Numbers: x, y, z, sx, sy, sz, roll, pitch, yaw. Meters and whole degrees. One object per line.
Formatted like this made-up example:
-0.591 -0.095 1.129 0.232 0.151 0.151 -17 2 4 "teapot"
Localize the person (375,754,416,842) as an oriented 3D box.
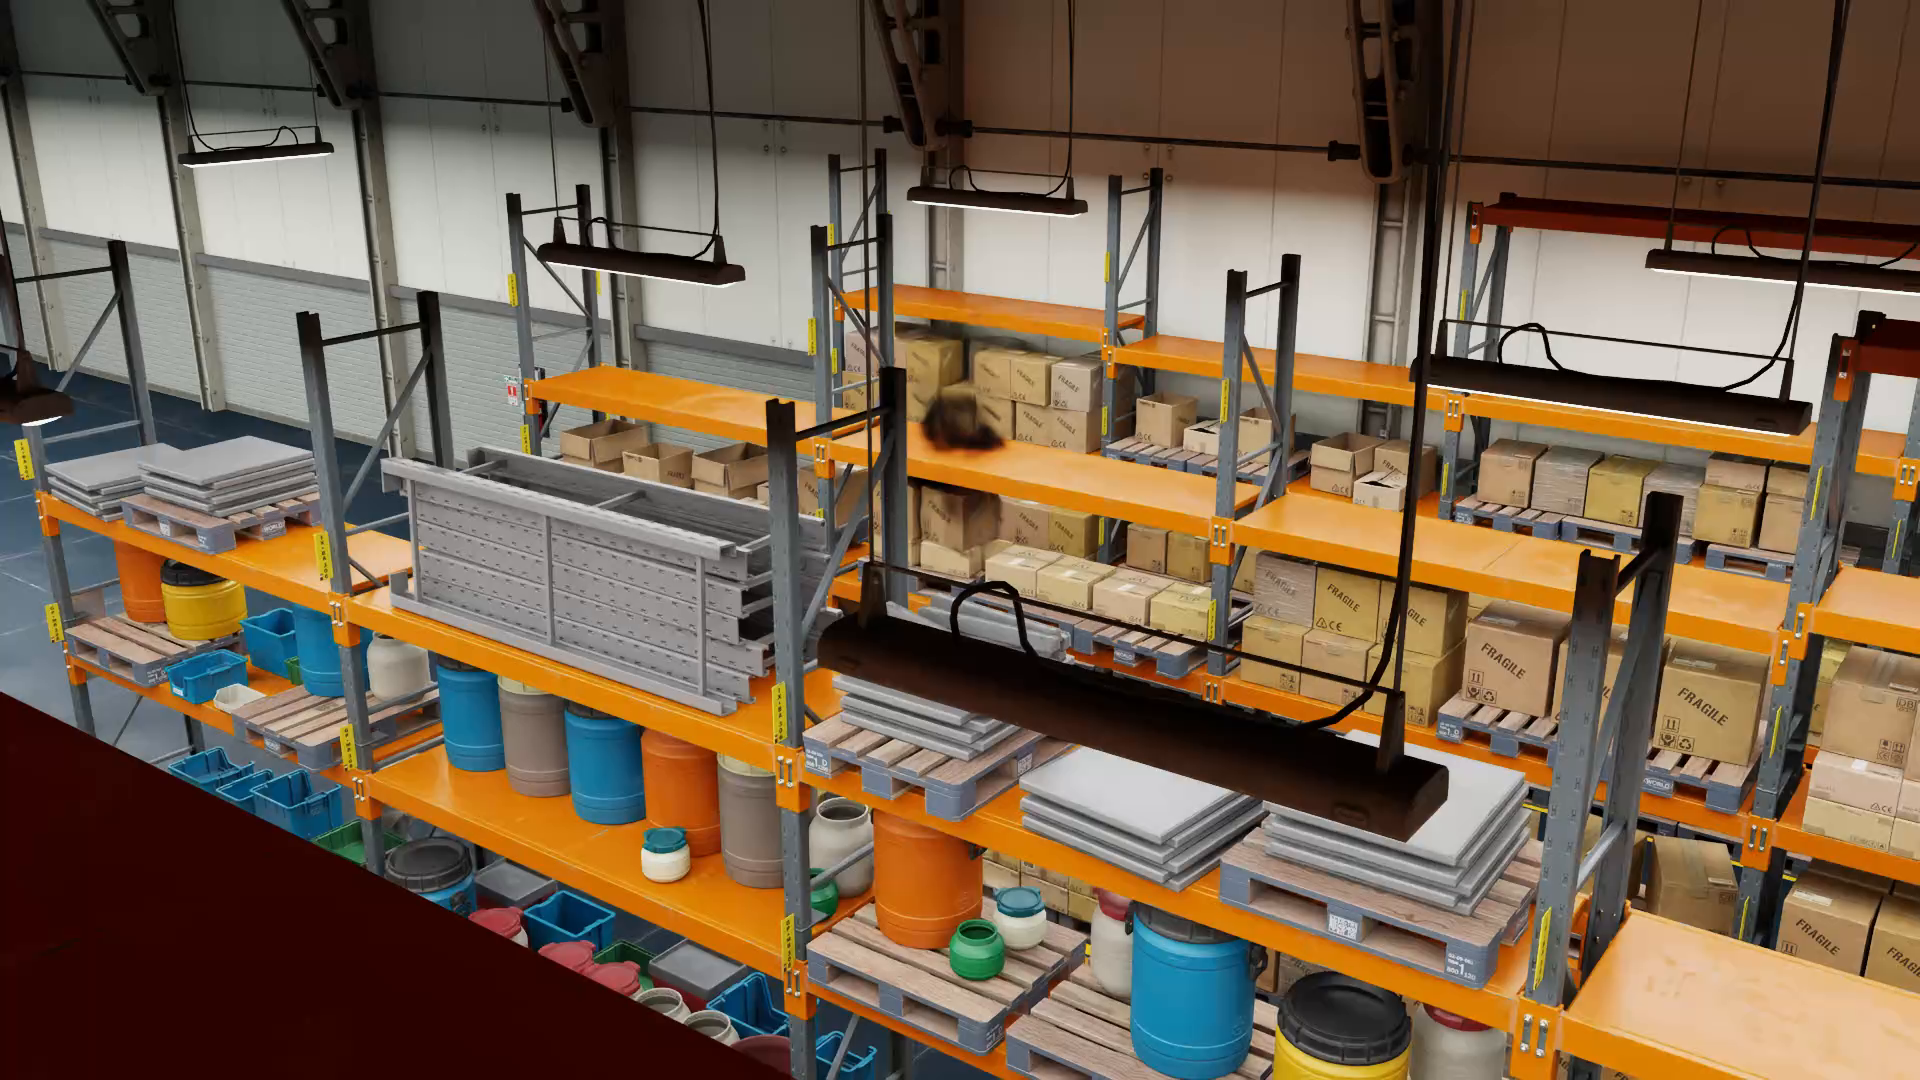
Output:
-5.194 2.443 15.255 0.555 1.631 0.558 11 21 29 "person"
